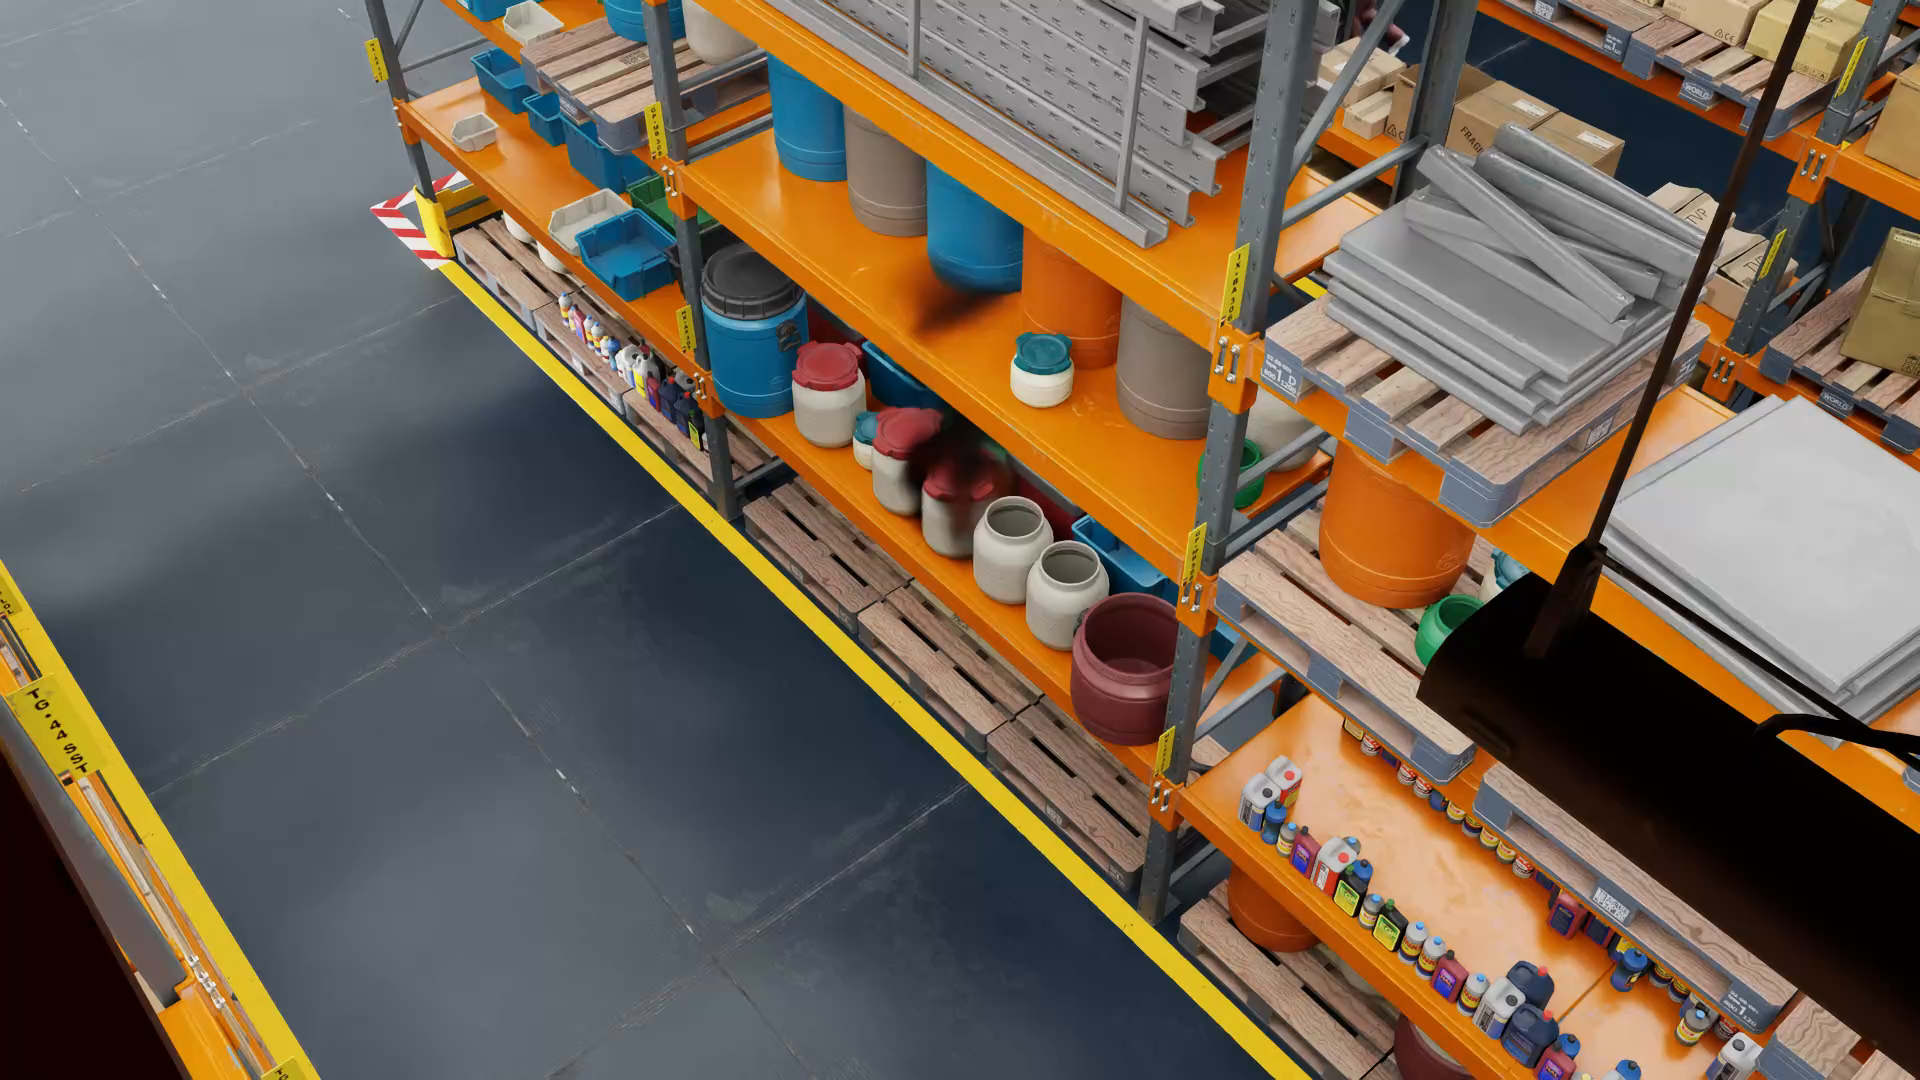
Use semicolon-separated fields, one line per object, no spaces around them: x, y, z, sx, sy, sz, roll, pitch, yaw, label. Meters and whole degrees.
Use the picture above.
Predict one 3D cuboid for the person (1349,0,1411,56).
3.665;-4.890;14.528;0.720;1.619;0.576;19;49;17;person
